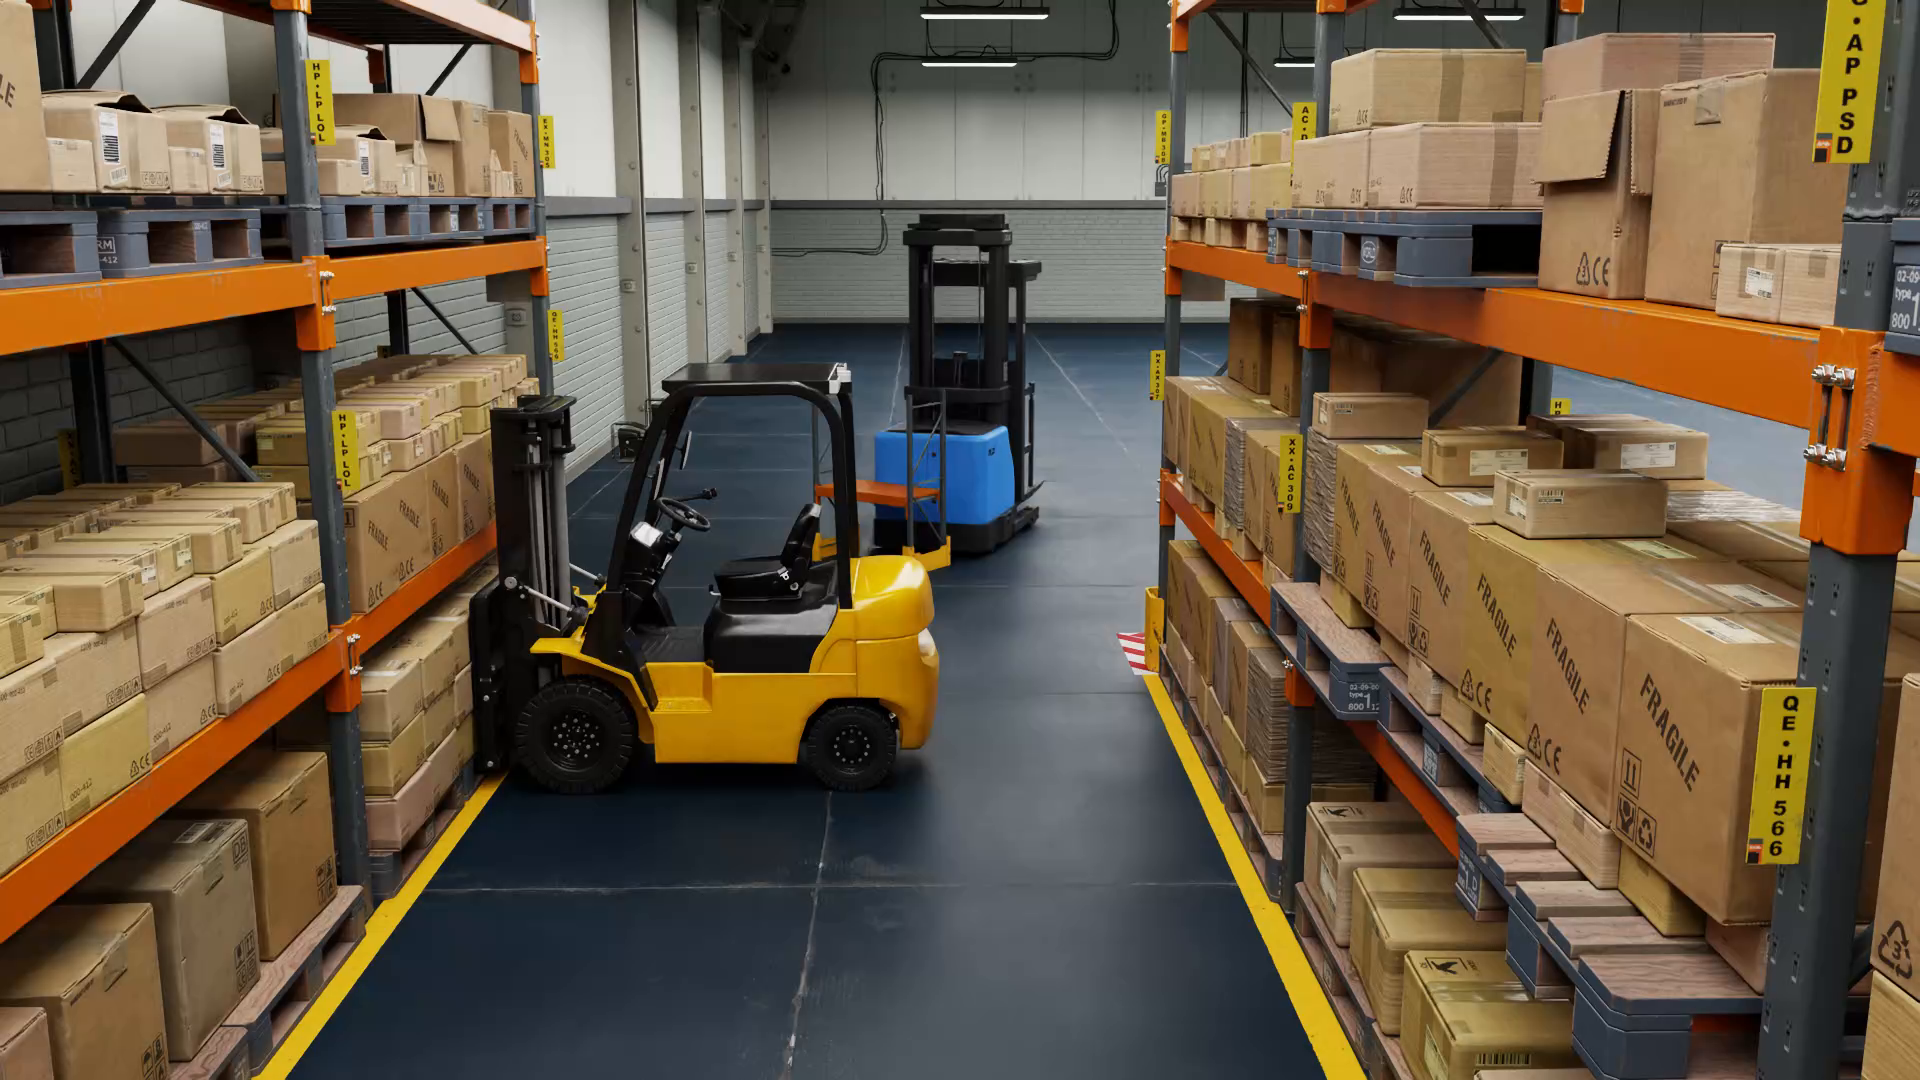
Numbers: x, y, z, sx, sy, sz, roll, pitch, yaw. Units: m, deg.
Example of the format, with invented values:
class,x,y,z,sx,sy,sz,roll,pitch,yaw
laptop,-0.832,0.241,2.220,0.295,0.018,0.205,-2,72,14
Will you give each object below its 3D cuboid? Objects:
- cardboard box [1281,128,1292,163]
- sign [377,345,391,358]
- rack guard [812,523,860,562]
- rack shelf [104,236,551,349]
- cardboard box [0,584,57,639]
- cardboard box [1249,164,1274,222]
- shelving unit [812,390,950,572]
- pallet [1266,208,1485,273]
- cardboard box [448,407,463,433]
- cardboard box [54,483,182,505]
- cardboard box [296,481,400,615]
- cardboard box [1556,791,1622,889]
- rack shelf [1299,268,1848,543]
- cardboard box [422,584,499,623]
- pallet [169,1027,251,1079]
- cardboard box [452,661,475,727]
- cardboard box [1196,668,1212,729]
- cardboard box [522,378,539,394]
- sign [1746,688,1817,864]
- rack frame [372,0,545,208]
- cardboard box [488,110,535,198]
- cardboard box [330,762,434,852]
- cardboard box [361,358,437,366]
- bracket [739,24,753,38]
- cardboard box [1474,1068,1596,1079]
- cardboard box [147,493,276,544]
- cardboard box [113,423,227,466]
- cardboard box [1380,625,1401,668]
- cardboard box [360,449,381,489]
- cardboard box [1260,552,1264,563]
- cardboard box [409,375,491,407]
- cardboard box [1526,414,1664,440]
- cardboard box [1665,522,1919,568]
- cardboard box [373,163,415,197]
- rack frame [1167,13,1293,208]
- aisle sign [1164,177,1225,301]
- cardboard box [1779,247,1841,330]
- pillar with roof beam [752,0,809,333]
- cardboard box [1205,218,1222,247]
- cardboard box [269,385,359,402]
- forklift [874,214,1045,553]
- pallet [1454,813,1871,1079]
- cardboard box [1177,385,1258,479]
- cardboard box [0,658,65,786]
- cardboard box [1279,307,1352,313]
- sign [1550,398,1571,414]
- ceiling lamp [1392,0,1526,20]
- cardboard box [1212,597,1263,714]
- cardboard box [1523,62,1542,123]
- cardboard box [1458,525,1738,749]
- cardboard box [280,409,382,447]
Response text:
class,x,y,z,sx,sy,sz,roll,pitch,yaw
cardboard box,1.604,-1.704,7.187,0.380,0.149,0.250,-1,11,-3
sign,-3.689,-1.089,10.696,0.100,0.325,0.005,0,11,-1
rack guard,-1.085,0.015,14.547,0.087,0.250,0.587,8,14,35
rack shelf,-3.093,-1.347,8.609,1.077,0.370,4.000,0,11,-1
cardboard box,-2.820,0.224,4.717,0.380,0.149,0.250,0,11,-1
cardboard box,1.621,-1.582,7.589,0.500,0.250,0.500,0,11,-2
shelving unit,-0.682,-0.539,14.136,1.083,1.500,0.587,8,14,35
pallet,1.817,-1.108,6.093,1.213,0.211,1.003,0,11,-1
cardboard box,-2.881,-0.621,8.884,0.380,0.149,0.250,0,11,-2
cardboard box,-3.259,-0.128,6.452,0.380,0.149,0.250,0,11,-2
cardboard box,-2.800,0.030,7.306,0.500,0.500,0.500,-1,11,-3
cardboard box,1.624,0.693,3.867,0.380,0.149,0.250,0,11,-2
rack shelf,1.952,-0.573,4.793,1.077,0.370,4.000,0,11,-1
cardboard box,-2.773,0.418,8.991,0.500,0.250,0.500,0,11,-2
pallet,-2.969,1.924,5.233,1.003,0.211,1.213,0,11,-1
cardboard box,-2.764,0.768,8.524,0.500,0.250,0.500,0,11,-2
cardboard box,1.596,0.865,9.300,0.500,0.250,0.500,1,11,3
cardboard box,-2.847,-0.926,10.386,0.380,0.149,0.250,0,11,0
sign,1.451,0.418,2.933,0.100,0.325,0.005,0,11,-1
rack frame,-3.134,-3.567,10.198,1.000,3.000,0.127,0,11,-1
cardboard box,-2.881,-2.314,10.006,0.500,0.500,0.500,0,11,1
cardboard box,-2.730,1.213,7.588,0.500,0.250,0.500,0,11,-1
cardboard box,-3.398,-1.019,10.096,0.380,0.149,0.250,0,11,1
bracket,-4.153,-9.879,32.256,0.235,0.232,0.430,0,11,-1
cardboard box,1.969,1.765,4.557,0.950,0.372,0.625,0,11,-2
cardboard box,-2.799,-0.080,6.218,0.380,0.149,0.250,0,11,-2
cardboard box,-3.360,-0.406,7.078,0.380,0.149,0.250,0,11,-1
cardboard box,1.649,0.333,5.641,0.380,0.149,0.250,0,11,0
cardboard box,-2.802,-0.314,7.373,0.380,0.149,0.250,0,11,0
cardboard box,1.669,0.056,8.059,0.380,0.149,0.250,0,11,-2
cardboard box,-2.789,-0.816,9.096,0.380,0.149,0.250,0,11,0
cardboard box,2.174,-0.343,5.711,0.380,0.149,0.250,-1,11,-3
cardboard box,2.180,0.242,4.455,0.500,0.500,0.500,0,11,0
cardboard box,-2.773,-1.677,7.750,0.380,0.149,0.250,0,11,1
rack frame,1.828,-3.588,10.303,1.000,3.000,0.127,0,11,-1
aisle sign,1.517,-1.933,10.695,0.394,0.787,0.004,0,11,-1
cardboard box,1.777,-0.466,3.092,0.380,0.149,0.250,0,11,-1
pillar with roof beam,-0.337,-9.406,38.980,9.100,9.000,0.548,0,11,-1
cardboard box,1.541,-1.671,9.028,0.380,0.149,0.250,0,11,-1
cardboard box,-3.328,-0.712,8.582,0.380,0.149,0.250,0,11,0
forklift,0.133,-1.575,15.641,1.130,2.935,3.031,3,12,16
pallet,1.873,0.895,3.776,1.213,0.211,1.003,0,11,-1
cardboard box,1.575,-0.644,9.882,0.500,0.500,0.500,0,11,1
cardboard box,-2.736,0.499,4.365,0.500,0.250,0.500,-1,11,-3
cardboard box,2.174,-1.030,9.270,0.700,0.500,0.500,0,11,-2
sign,2.466,-0.423,6.879,0.100,0.325,0.005,0,11,-1
ceiling lamp,7.764,-9.720,25.846,2.000,3.185,0.800,0,11,-1
cardboard box,1.607,0.602,8.709,0.500,0.500,0.500,0,11,2
cardboard box,2.050,-1.585,6.040,0.500,0.250,0.500,0,11,0
cardboard box,1.673,0.250,4.420,0.500,0.500,0.500,-1,12,-5
cardboard box,-2.871,-0.511,7.594,0.380,0.149,0.250,0,11,-2
